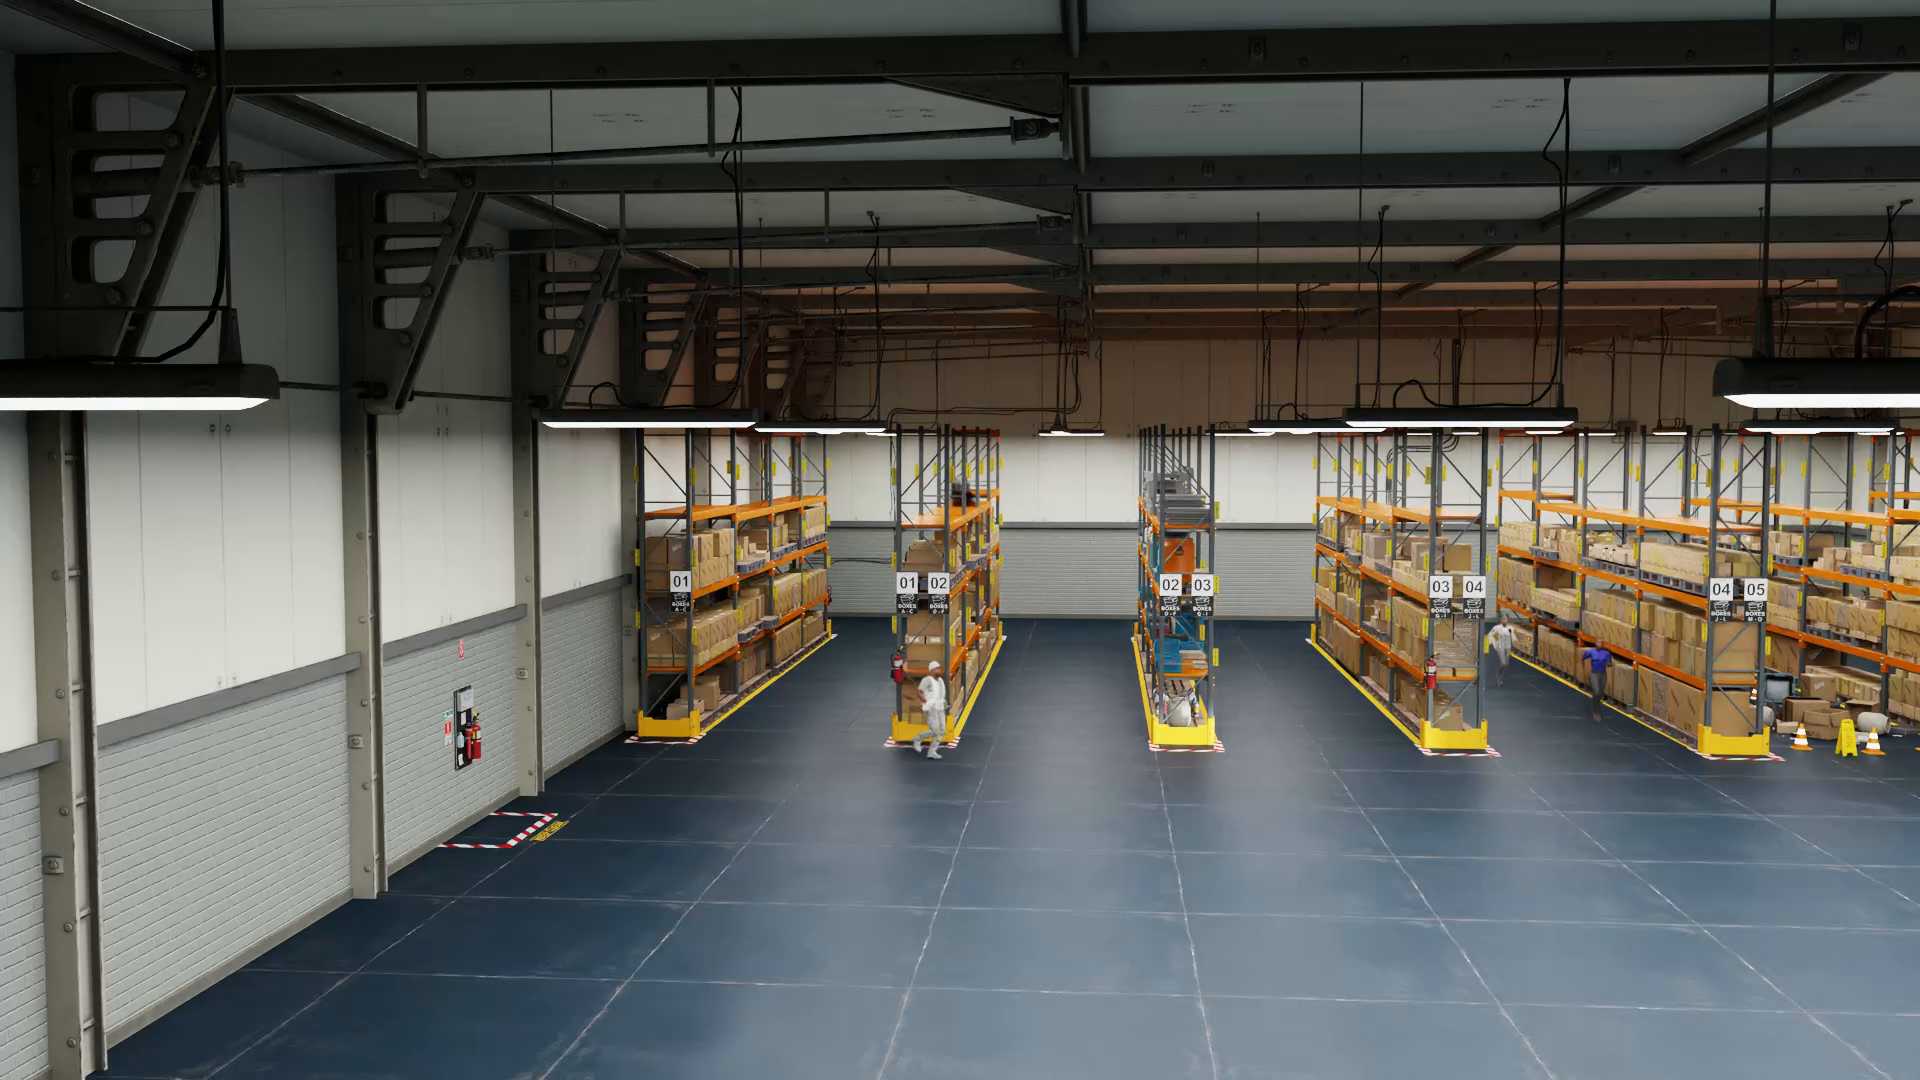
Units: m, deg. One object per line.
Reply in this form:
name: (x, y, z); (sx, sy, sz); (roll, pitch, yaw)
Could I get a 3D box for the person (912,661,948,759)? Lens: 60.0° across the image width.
person: (-0.510, 3.041, 29.904); (0.579, 1.729, 0.715); (2, 4, 34)

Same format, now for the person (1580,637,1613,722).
person: (12.996, 2.832, 33.907); (0.547, 1.718, 0.771); (0, 3, -3)

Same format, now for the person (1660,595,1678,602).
person: (20.120, 1.999, 47.223); (0.954, 1.700, 0.743); (0, 3, 6)

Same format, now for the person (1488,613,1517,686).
person: (12.608, 2.546, 38.517); (0.584, 1.710, 0.667); (0, 3, -3)
